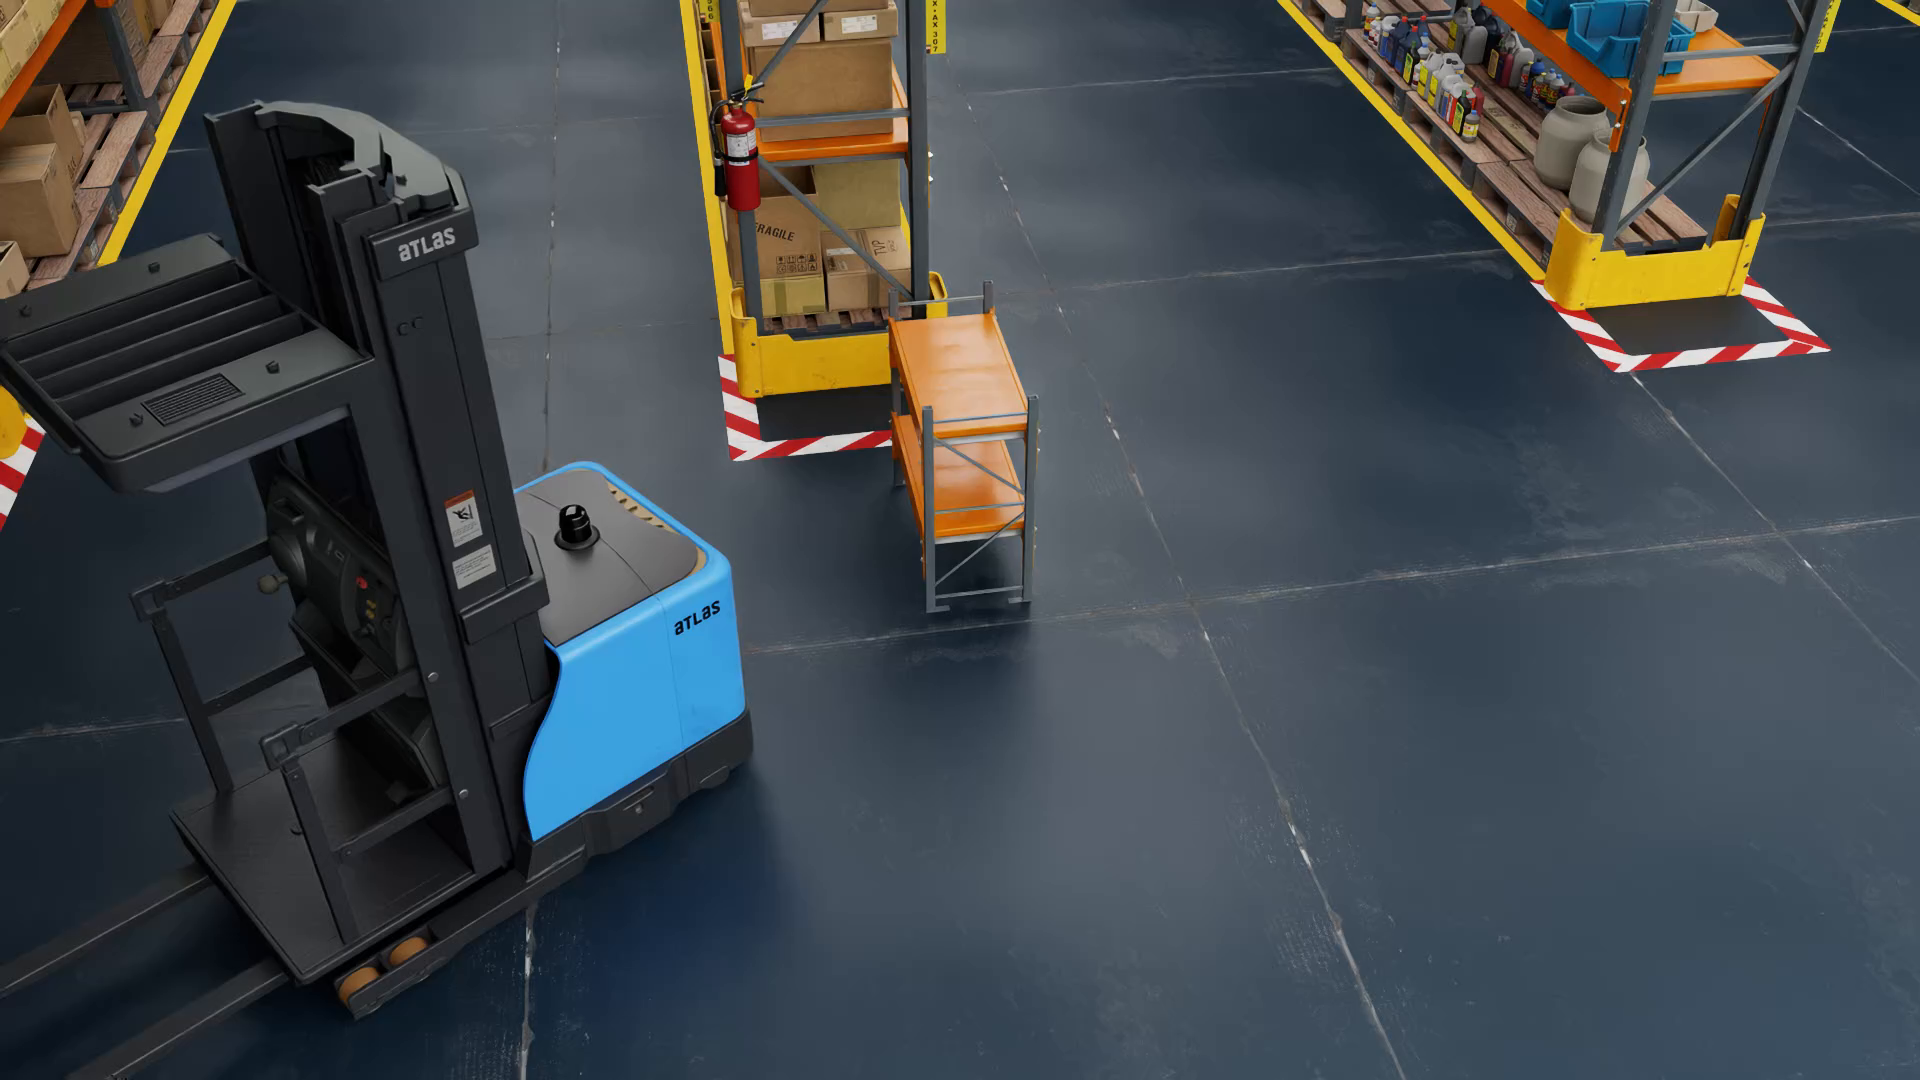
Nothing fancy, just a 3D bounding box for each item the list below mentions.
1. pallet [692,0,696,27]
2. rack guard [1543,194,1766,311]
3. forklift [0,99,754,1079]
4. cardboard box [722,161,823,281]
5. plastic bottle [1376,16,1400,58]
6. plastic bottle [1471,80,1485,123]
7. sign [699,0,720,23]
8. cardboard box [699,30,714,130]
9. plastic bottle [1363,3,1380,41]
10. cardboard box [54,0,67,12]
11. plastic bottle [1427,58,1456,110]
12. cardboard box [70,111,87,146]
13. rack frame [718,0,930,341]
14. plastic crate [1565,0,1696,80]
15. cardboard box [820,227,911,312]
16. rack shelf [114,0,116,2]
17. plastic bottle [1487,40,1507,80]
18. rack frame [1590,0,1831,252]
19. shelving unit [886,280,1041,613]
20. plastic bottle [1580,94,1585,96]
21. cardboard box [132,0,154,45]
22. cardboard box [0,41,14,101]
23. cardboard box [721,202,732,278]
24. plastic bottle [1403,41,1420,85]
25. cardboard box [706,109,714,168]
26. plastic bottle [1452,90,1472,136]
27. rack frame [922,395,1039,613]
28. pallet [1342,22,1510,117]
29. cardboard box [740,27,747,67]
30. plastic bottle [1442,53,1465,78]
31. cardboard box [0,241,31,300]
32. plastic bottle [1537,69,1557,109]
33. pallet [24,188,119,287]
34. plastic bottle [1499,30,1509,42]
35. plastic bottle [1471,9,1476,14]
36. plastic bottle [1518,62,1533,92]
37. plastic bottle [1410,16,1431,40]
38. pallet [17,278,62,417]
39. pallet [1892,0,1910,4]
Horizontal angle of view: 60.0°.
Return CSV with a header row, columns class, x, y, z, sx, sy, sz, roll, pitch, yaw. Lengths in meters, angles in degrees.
class,x,y,z,sx,sy,sz,roll,pitch,yaw
pallet,-1.755,-4.635,13.944,1.003,0.211,1.213,-6,38,-8
rack guard,4.149,-1.725,9.963,1.175,0.500,0.348,-6,38,-8
forklift,-2.271,0.180,5.530,3.031,2.935,1.130,-30,47,-33
cardboard box,-1.056,-1.809,9.321,0.500,0.500,0.500,-6,38,-8
plastic bottle,3.215,-3.754,12.398,0.152,0.276,0.135,-5,38,-6
plastic bottle,3.542,-3.002,11.424,0.061,0.283,0.133,-6,38,-8
sign,-1.206,-2.642,7.969,0.100,0.325,0.005,-6,38,-8
cardboard box,-1.422,-3.015,10.874,0.500,0.500,0.500,-6,38,-8
plastic bottle,3.131,-3.944,12.647,0.097,0.271,0.097,0,38,0
cardboard box,-5.786,-3.415,10.207,0.500,0.250,0.500,-6,38,-8
plastic bottle,3.380,-3.200,11.624,0.144,0.351,0.185,-5,38,-6
cardboard box,-6.123,-2.757,11.204,0.380,0.166,0.250,-11,39,-14
rack frame,-0.669,-2.141,8.461,1.000,3.000,0.127,-6,38,-8
plastic crate,3.826,-2.883,9.537,0.499,0.251,0.616,-6,38,-8
cardboard box,-0.544,-1.569,9.623,0.500,0.250,0.500,-6,38,-8
rack shelf,-6.597,-4.946,12.658,1.077,0.370,4.000,-6,38,-8
plastic bottle,3.898,-3.493,12.057,0.061,0.283,0.133,-6,38,-8
rack frame,4.208,-2.672,9.144,1.000,3.000,0.127,-6,38,-8
shelving unit,-0.001,-0.448,7.810,0.538,1.125,1.048,-6,38,-8
plastic bottle,4.197,-2.896,11.299,0.097,0.271,0.097,0,38,0
cardboard box,-6.532,-3.958,12.479,0.700,0.500,0.500,-7,38,-9
cardboard box,-5.507,-2.504,9.034,0.500,0.250,0.500,-7,38,-9
cardboard box,-1.153,-1.814,9.939,0.500,0.250,0.500,-6,38,-8
plastic bottle,3.261,-3.438,11.986,0.061,0.283,0.133,-5,38,-6
cardboard box,-1.422,-2.719,11.104,0.500,0.250,0.500,-6,38,-8
plastic bottle,3.416,-2.903,11.298,0.061,0.283,0.133,-5,38,-7
rack frame,0.088,-0.141,7.415,0.500,1.125,0.032,-6,38,-8
pallet,3.584,-3.576,12.581,1.003,0.211,1.213,-6,38,-8
cardboard box,-0.916,-3.081,9.589,0.700,0.500,0.500,-6,38,-8
plastic bottle,3.489,-3.314,11.832,0.152,0.276,0.135,-6,38,-8
cardboard box,-5.678,-1.490,9.456,0.500,0.311,0.500,-3,38,-4
plastic bottle,4.120,-3.164,11.643,0.097,0.271,0.097,0,38,0
pallet,-5.877,-1.781,10.270,1.003,0.211,1.213,-6,38,-8
plastic bottle,4.007,-3.621,12.221,0.061,0.283,0.133,-4,38,-5
plastic bottle,3.916,-3.934,12.624,0.061,0.283,0.133,-4,38,-6
plastic bottle,4.066,-3.320,11.901,0.097,0.201,0.097,0,38,0
plastic bottle,3.382,-3.699,12.266,0.144,0.351,0.185,-6,38,-8
pallet,-5.666,-1.045,9.323,1.003,0.211,1.213,-6,38,-8
pallet,8.245,-4.989,14.400,1.003,0.211,1.213,-6,38,-8
